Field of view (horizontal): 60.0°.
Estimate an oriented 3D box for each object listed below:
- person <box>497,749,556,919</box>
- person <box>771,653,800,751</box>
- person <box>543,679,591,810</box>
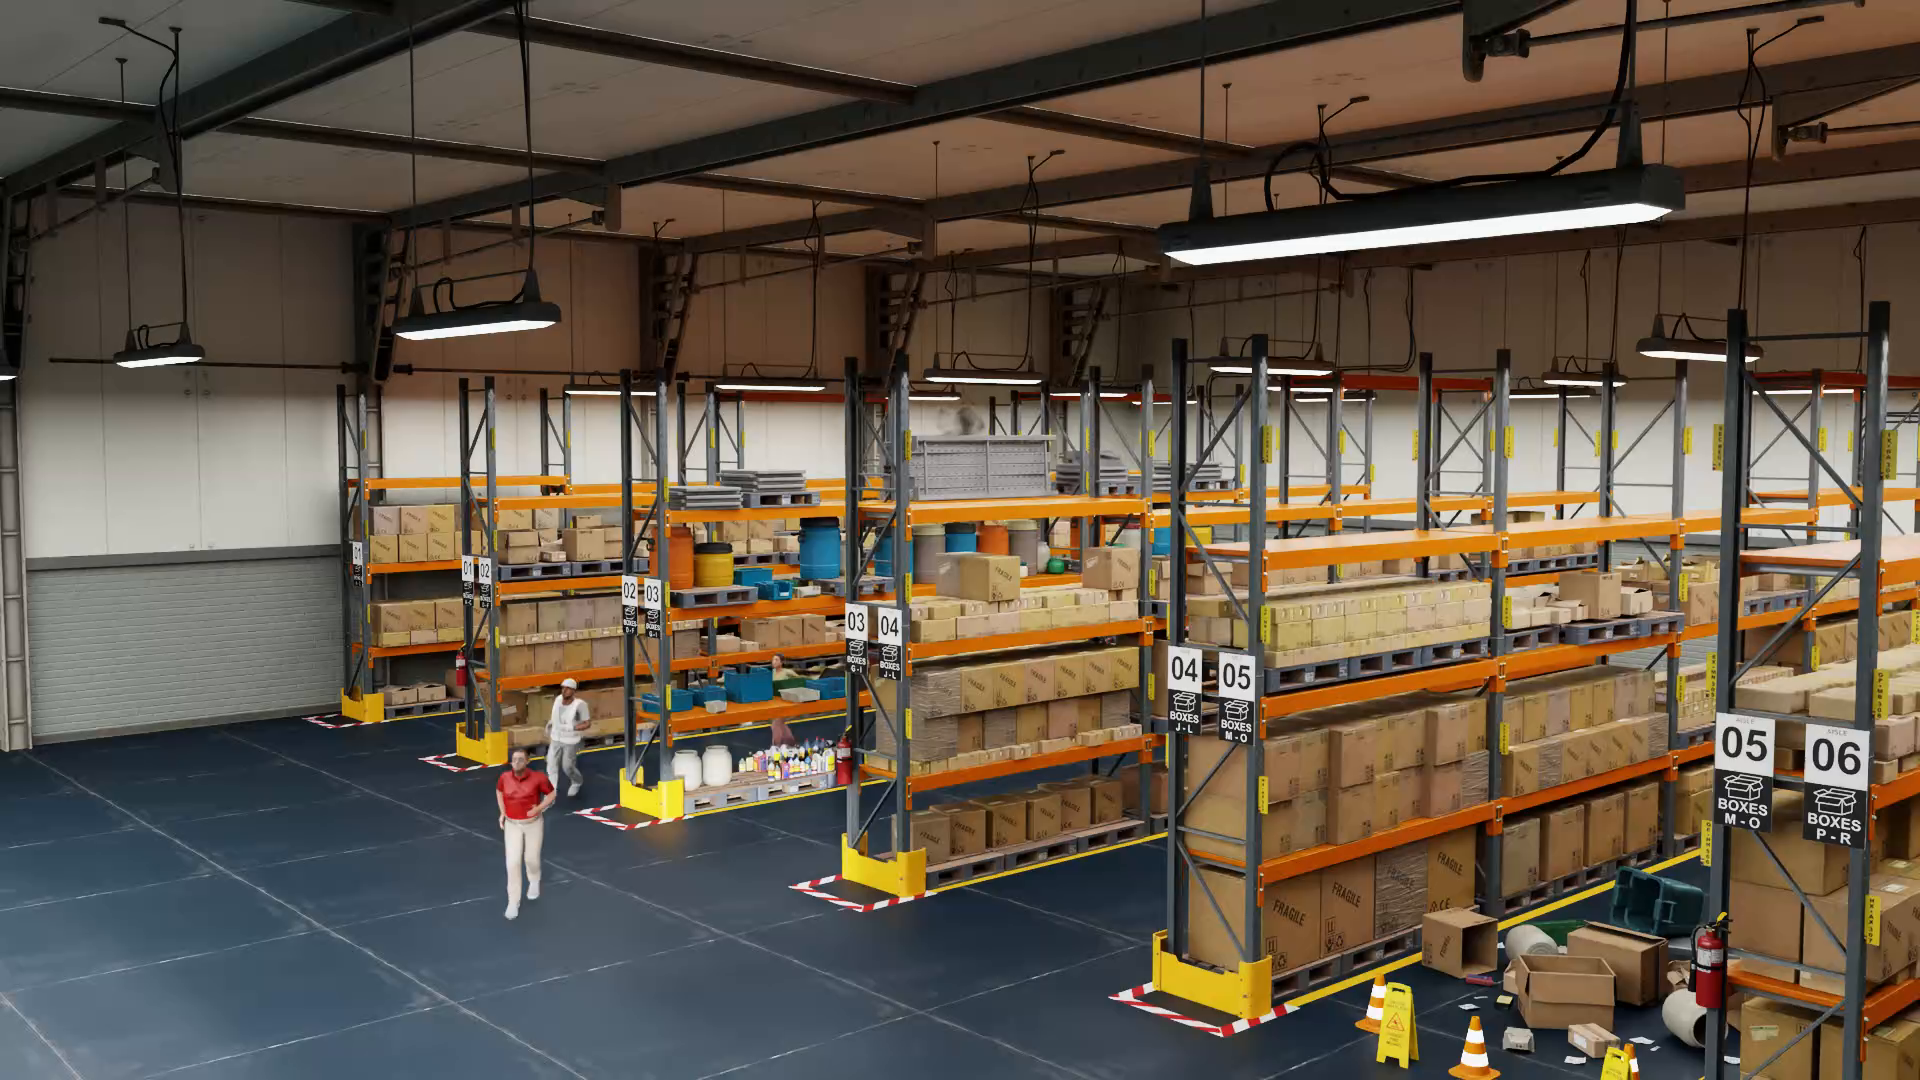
[{"bbox_3d":[-4.691,3.121,17.988,0.655,1.773,0.854,0,4,-7],"label":"person"},{"bbox_3d":[-2.826,2.617,26.140,0.563,1.714,0.777,3,5,35],"label":"person"},{"bbox_3d":[-5.396,2.786,22.983,0.715,1.772,0.926,1,4,20],"label":"person"}]
